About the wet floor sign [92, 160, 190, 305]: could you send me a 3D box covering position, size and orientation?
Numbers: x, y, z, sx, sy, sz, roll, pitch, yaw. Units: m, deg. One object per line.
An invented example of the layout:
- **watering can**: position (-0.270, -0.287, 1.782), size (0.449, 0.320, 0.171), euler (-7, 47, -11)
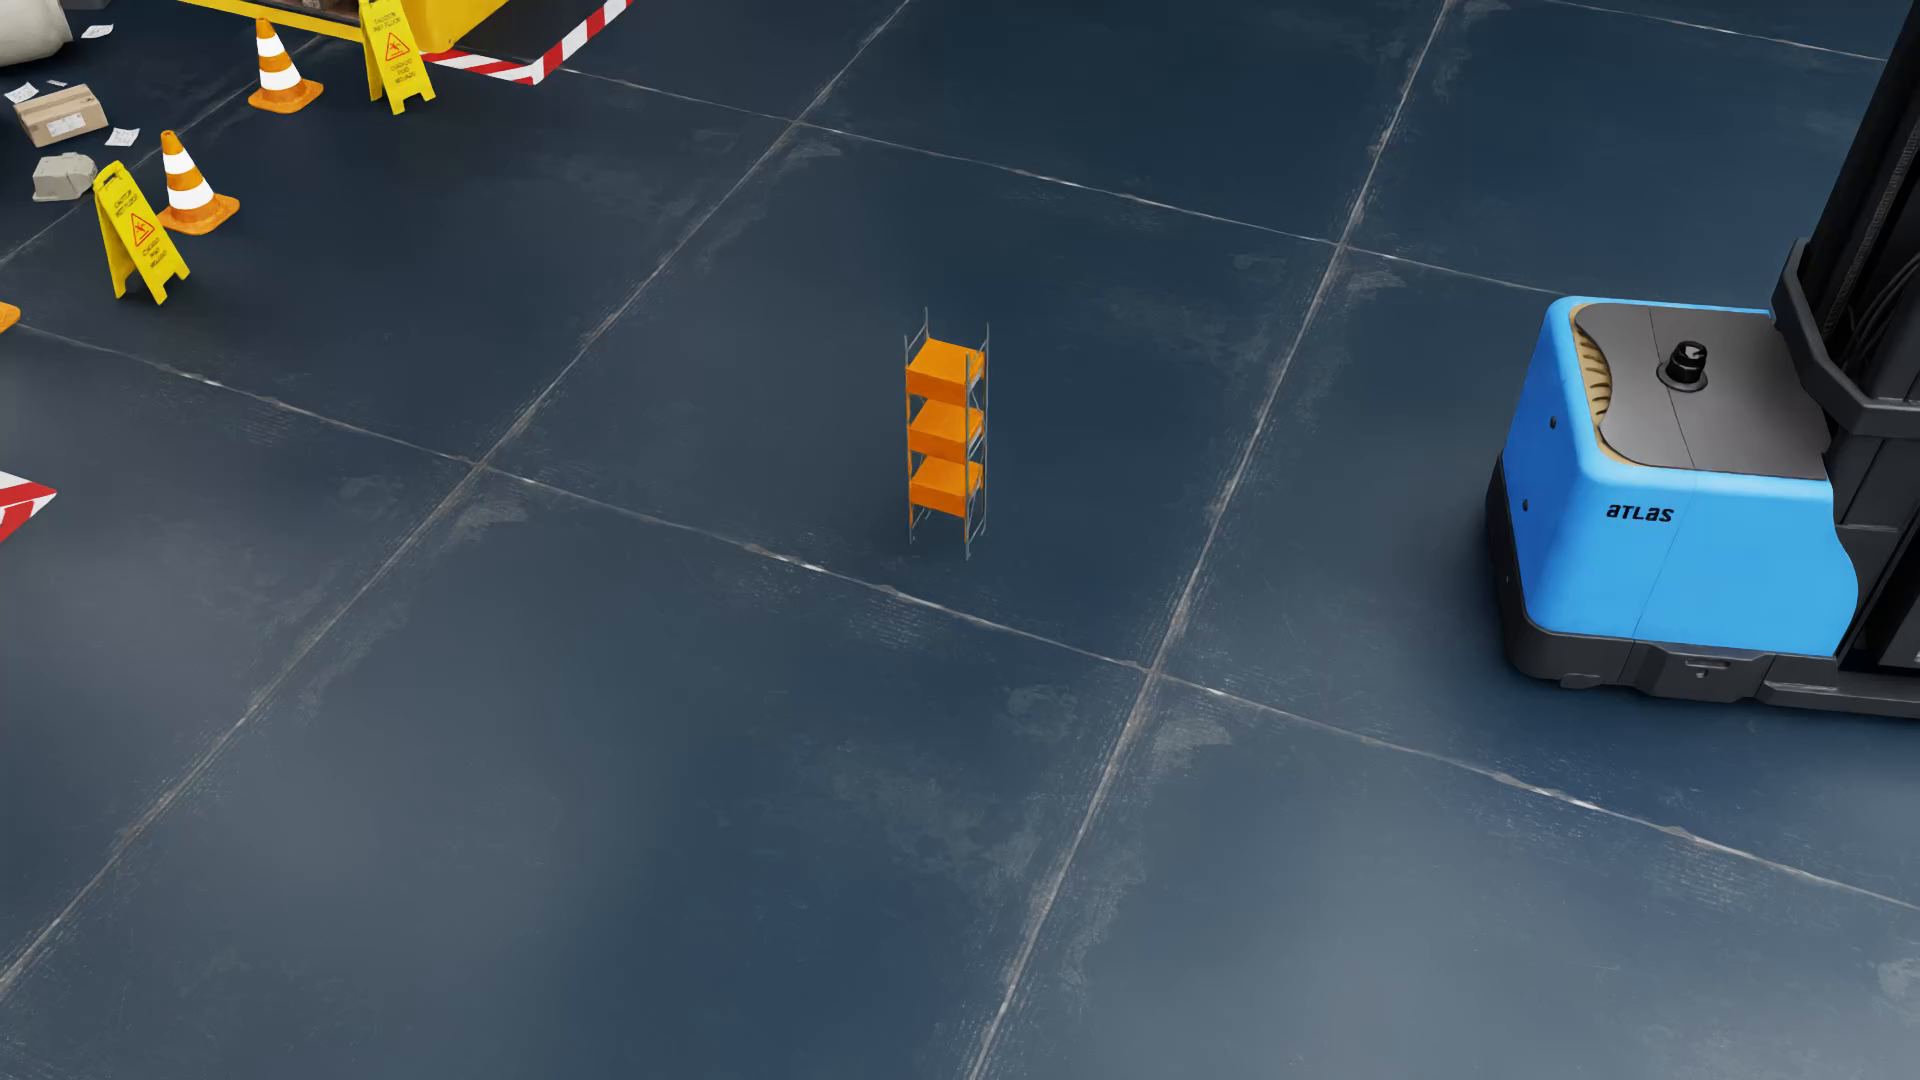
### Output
- **wet floor sign**: position (-3.867, -1.449, 7.748), size (0.232, 0.644, 0.267), euler (9, 46, 9)

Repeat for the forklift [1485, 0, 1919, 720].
- **forklift**: position (3.603, -0.723, 5.398), size (3.031, 2.935, 1.130), euler (5, 45, 5)

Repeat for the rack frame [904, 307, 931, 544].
- **rack frame**: position (-0.162, -0.420, 6.428), size (0.008, 1.050, 0.200), euler (16, 47, 16)

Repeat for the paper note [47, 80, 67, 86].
- **paper note**: position (-5.059, -2.560, 9.316), size (0.123, 0.001, 0.032), euler (16, 47, 16)

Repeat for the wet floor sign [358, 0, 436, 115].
- **wet floor sign**: position (-3.080, -2.669, 8.975), size (0.232, 0.644, 0.267), euler (33, 54, 29)

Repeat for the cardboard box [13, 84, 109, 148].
- **cardboard box**: position (-4.830, -2.282, 8.938), size (0.380, 0.149, 0.250), euler (-28, 51, -25)

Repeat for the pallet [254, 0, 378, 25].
- **pallet**: position (-3.650, -3.528, 10.146), size (1.213, 0.211, 1.003), euler (16, 47, 16)

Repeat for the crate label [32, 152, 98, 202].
- **crate label**: position (-4.600, -1.872, 8.535), size (0.298, 0.136, 0.250), euler (-5, 45, -5)

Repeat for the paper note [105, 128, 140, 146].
- **paper note**: position (-4.482, -2.160, 8.900), size (0.142, 0.019, 0.148), euler (2, 45, 2)

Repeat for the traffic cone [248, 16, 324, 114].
- **traffic cone**: position (-3.737, -2.630, 9.065), size (0.334, 0.463, 0.336), euler (16, 47, 16)

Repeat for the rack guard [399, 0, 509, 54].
- **rack guard**: position (-2.914, -3.386, 9.799), size (0.348, 0.500, 1.175), euler (16, 47, 16)

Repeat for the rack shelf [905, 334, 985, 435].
- **rack shelf**: position (-0.049, -0.580, 6.202), size (0.240, 0.259, 0.215), euler (16, 47, 16)

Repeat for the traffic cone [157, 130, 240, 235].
- **traffic cone**: position (-3.851, -1.815, 8.246), size (0.334, 0.463, 0.336), euler (16, 47, 16)

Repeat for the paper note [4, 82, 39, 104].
- **paper note**: position (-5.209, -2.485, 9.234), size (0.142, 0.019, 0.148), euler (33, 54, 29)

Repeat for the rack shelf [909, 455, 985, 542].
- **rack shelf**: position (-0.049, -0.182, 6.598), size (0.240, 0.259, 0.215), euler (16, 47, 16)

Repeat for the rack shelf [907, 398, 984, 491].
- **rack shelf**: position (-0.049, -0.379, 6.402), size (0.240, 0.259, 0.215), euler (16, 47, 16)

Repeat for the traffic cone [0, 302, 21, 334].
- **traffic cone**: position (-4.600, -1.171, 7.599), size (0.334, 0.463, 0.336), euler (16, 47, 16)

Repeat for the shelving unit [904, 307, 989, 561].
- **shelving unit**: position (-0.049, -0.387, 6.394), size (0.252, 1.050, 0.215), euler (16, 47, 16)

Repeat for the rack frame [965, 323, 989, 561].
- **rack frame**: position (0.063, -0.354, 6.361), size (0.008, 1.050, 0.200), euler (16, 47, 16)

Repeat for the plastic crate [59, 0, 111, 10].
- **plastic crate**: position (-5.402, -3.343, 10.053), size (0.583, 0.080, 0.402), euler (2, 45, 2)

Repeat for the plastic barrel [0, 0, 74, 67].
- **plastic barrel**: position (-5.333, -2.914, 9.379), size (0.512, 0.421, 0.421), euler (-20, 48, -19)

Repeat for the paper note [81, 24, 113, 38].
- **paper note**: position (-5.044, -2.980, 9.723), size (0.148, 0.019, 0.142), euler (2, 45, 2)
